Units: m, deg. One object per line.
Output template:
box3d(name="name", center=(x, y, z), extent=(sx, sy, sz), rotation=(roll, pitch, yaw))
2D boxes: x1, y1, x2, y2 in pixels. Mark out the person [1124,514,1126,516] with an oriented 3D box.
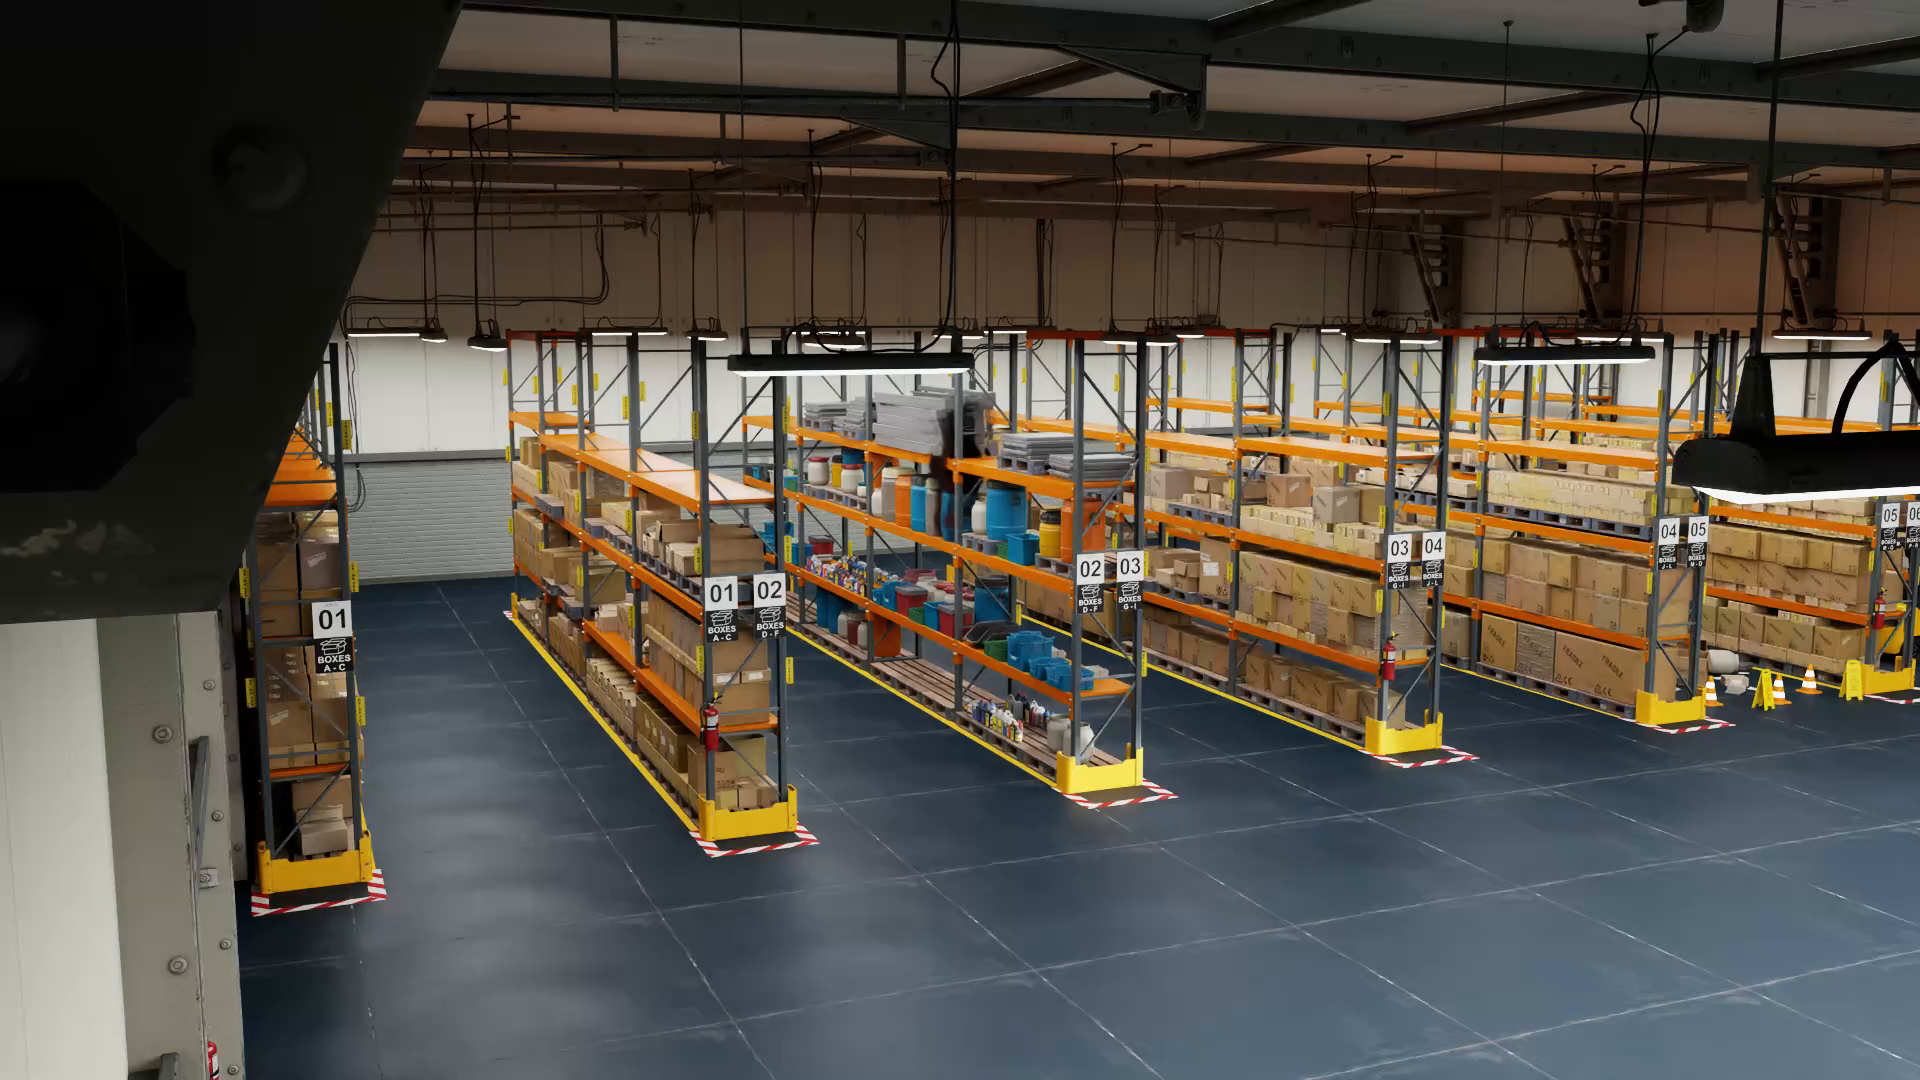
box3d(name="person", center=(3.772, 0.180, 38.857), extent=(0.676, 1.811, 0.827), rotation=(-2, 8, -15))
